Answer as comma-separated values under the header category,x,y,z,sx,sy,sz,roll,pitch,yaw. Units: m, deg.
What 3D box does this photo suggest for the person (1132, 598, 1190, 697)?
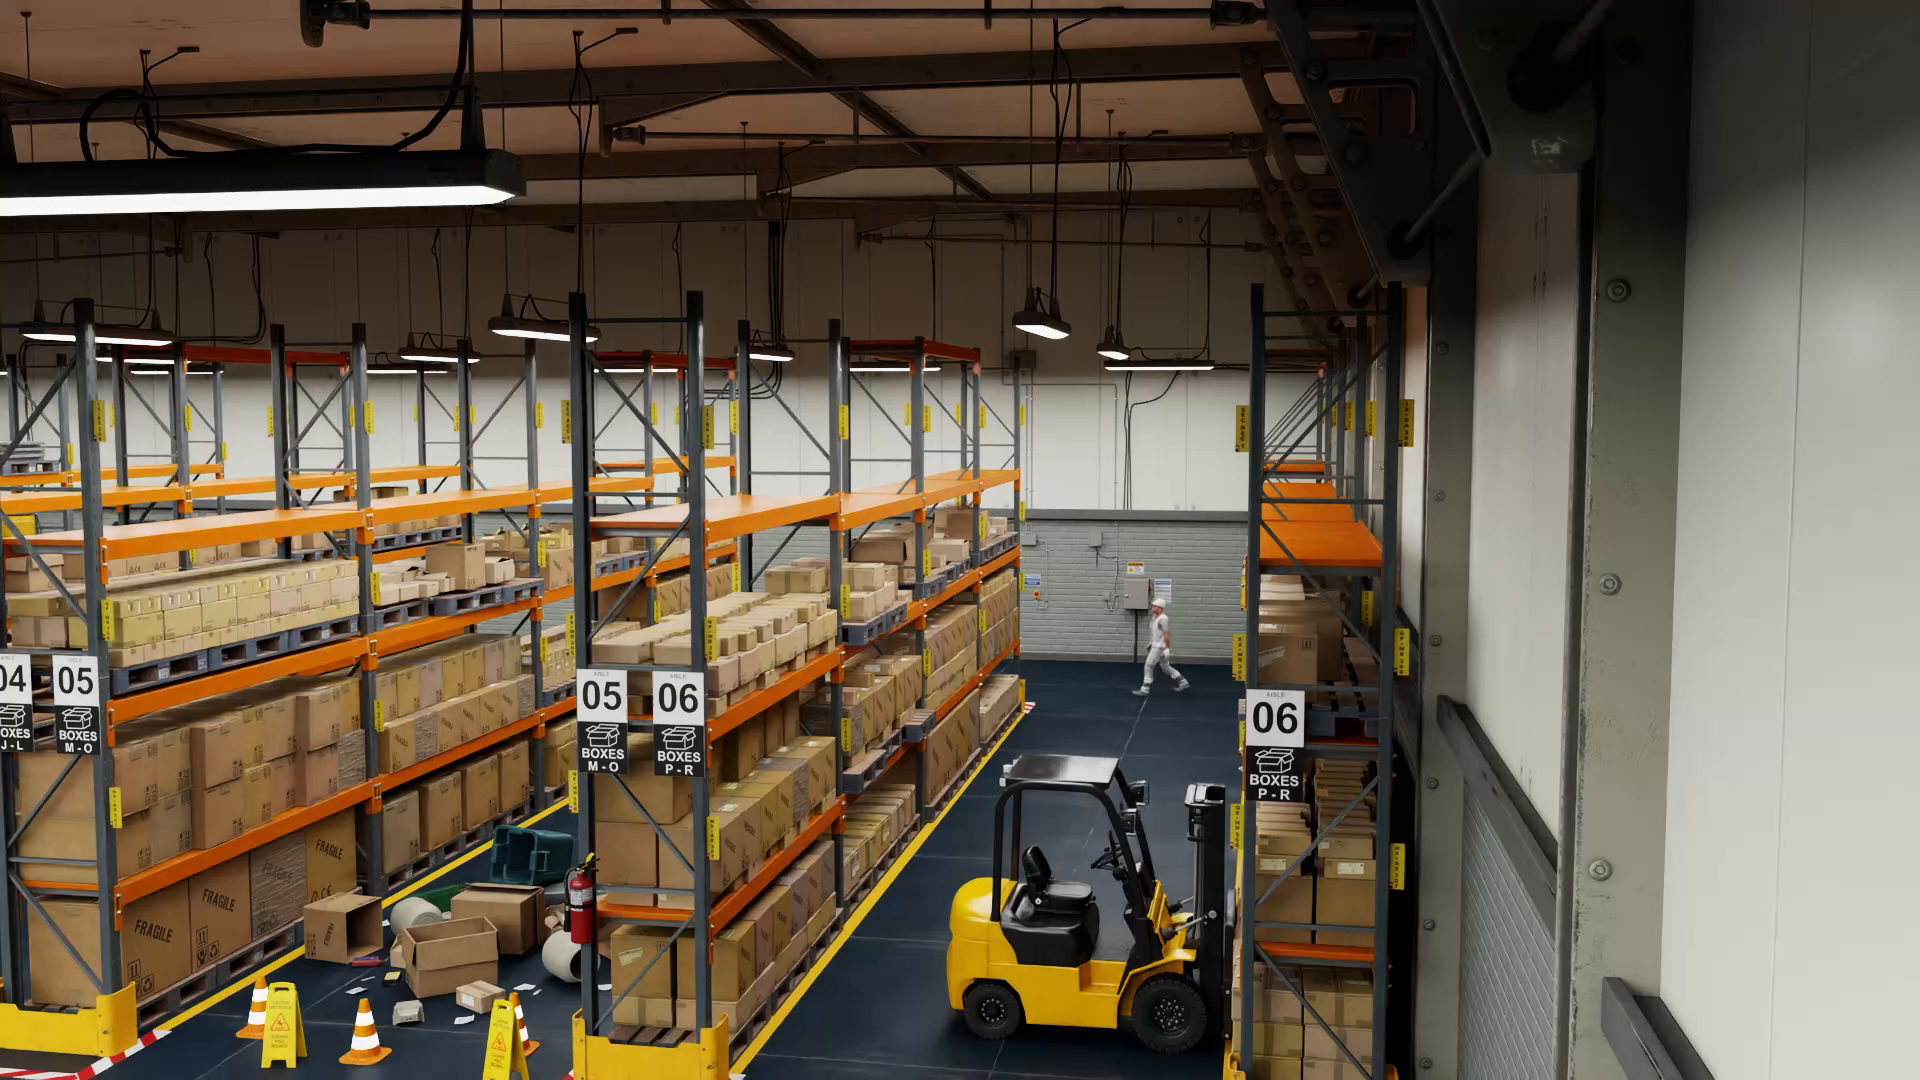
category,x,y,z,sx,sy,sz,roll,pitch,yaw
person,3.579,1.909,29.601,1.034,1.753,0.539,0,5,3
